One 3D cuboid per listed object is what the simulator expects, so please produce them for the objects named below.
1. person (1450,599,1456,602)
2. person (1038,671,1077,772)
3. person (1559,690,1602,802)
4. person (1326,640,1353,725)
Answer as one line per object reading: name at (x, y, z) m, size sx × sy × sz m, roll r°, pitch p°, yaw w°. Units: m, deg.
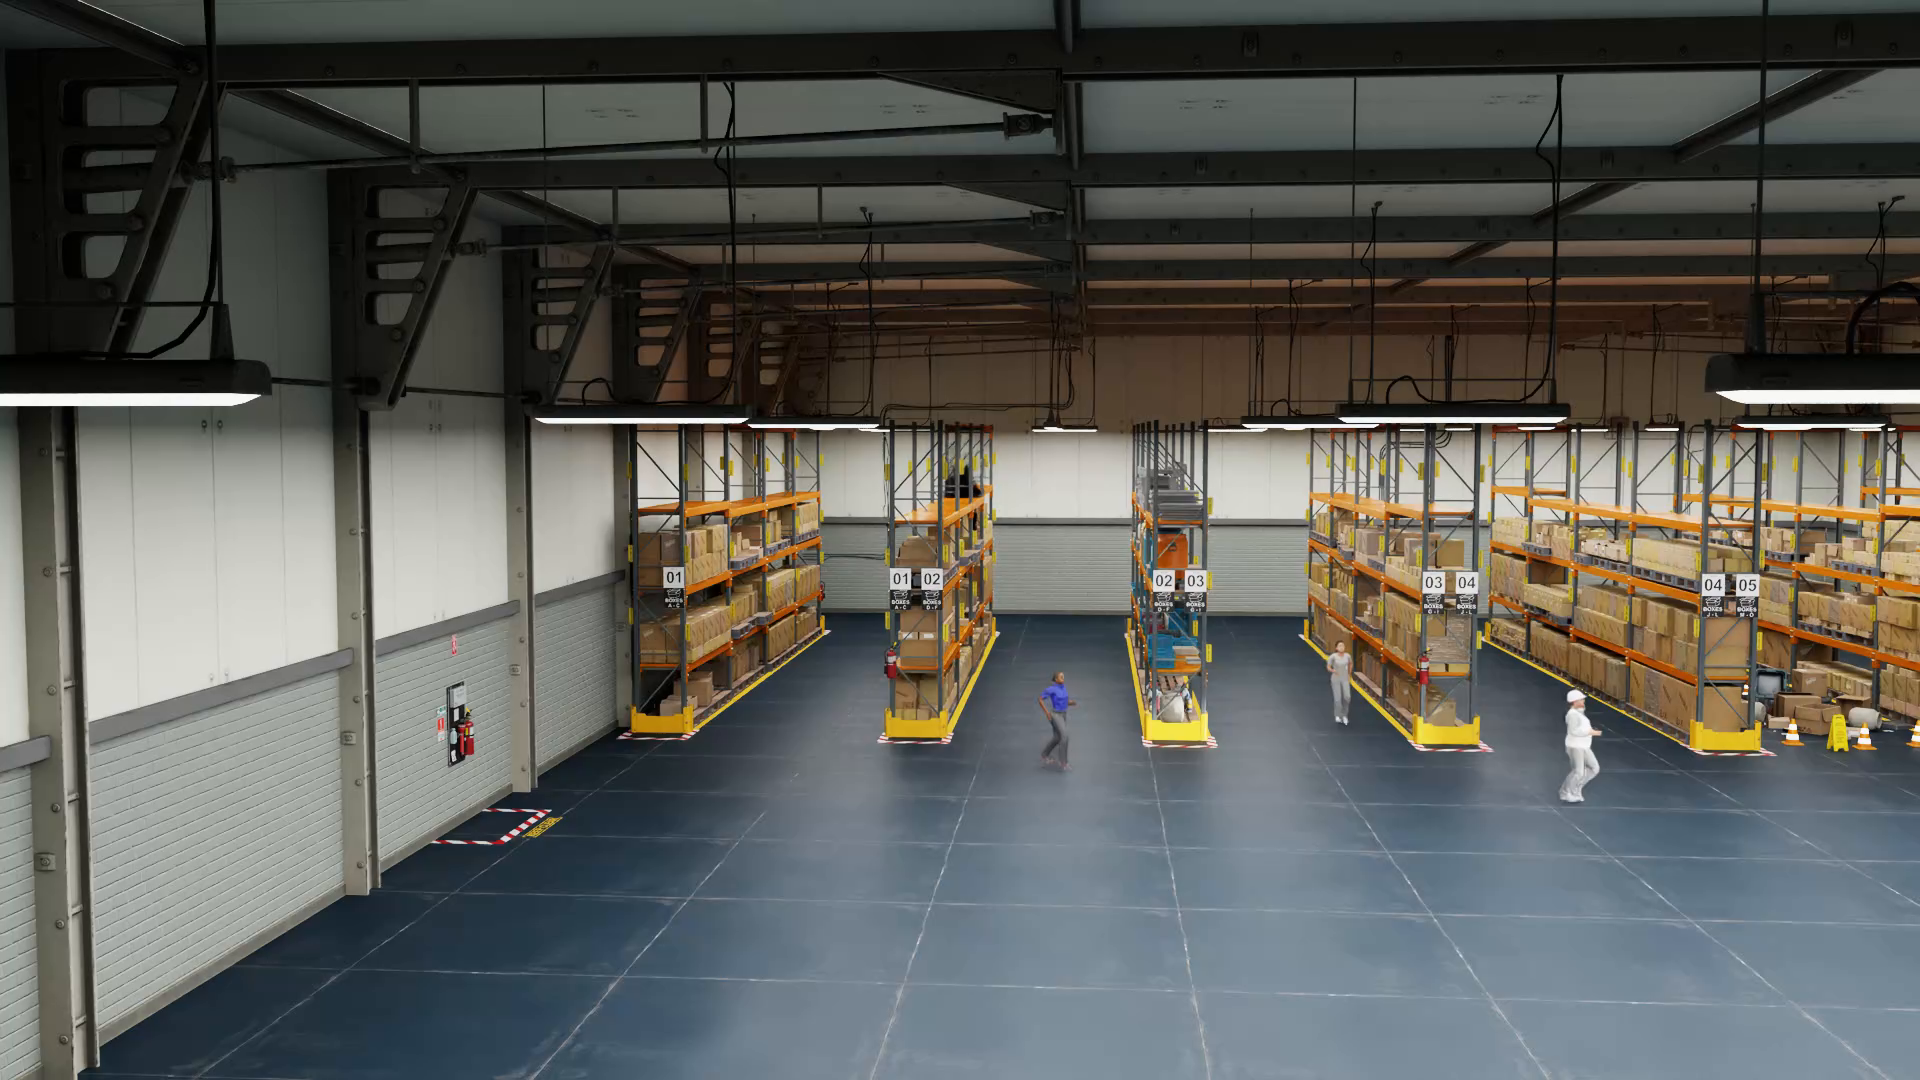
person at (13.335, 2.019, 45.187) m, size 0.721 × 1.697 × 0.546 m, roll 0°, pitch 4°, yaw 6°
person at (1.671, 3.092, 28.513) m, size 0.767 × 1.715 × 0.552 m, roll 2°, pitch 4°, yaw 32°
person at (9.646, 3.213, 25.800) m, size 0.647 × 1.767 × 0.642 m, roll 2°, pitch 4°, yaw 34°
person at (7.527, 2.815, 32.908) m, size 0.557 × 1.664 × 0.672 m, roll 0°, pitch 4°, yaw 3°
